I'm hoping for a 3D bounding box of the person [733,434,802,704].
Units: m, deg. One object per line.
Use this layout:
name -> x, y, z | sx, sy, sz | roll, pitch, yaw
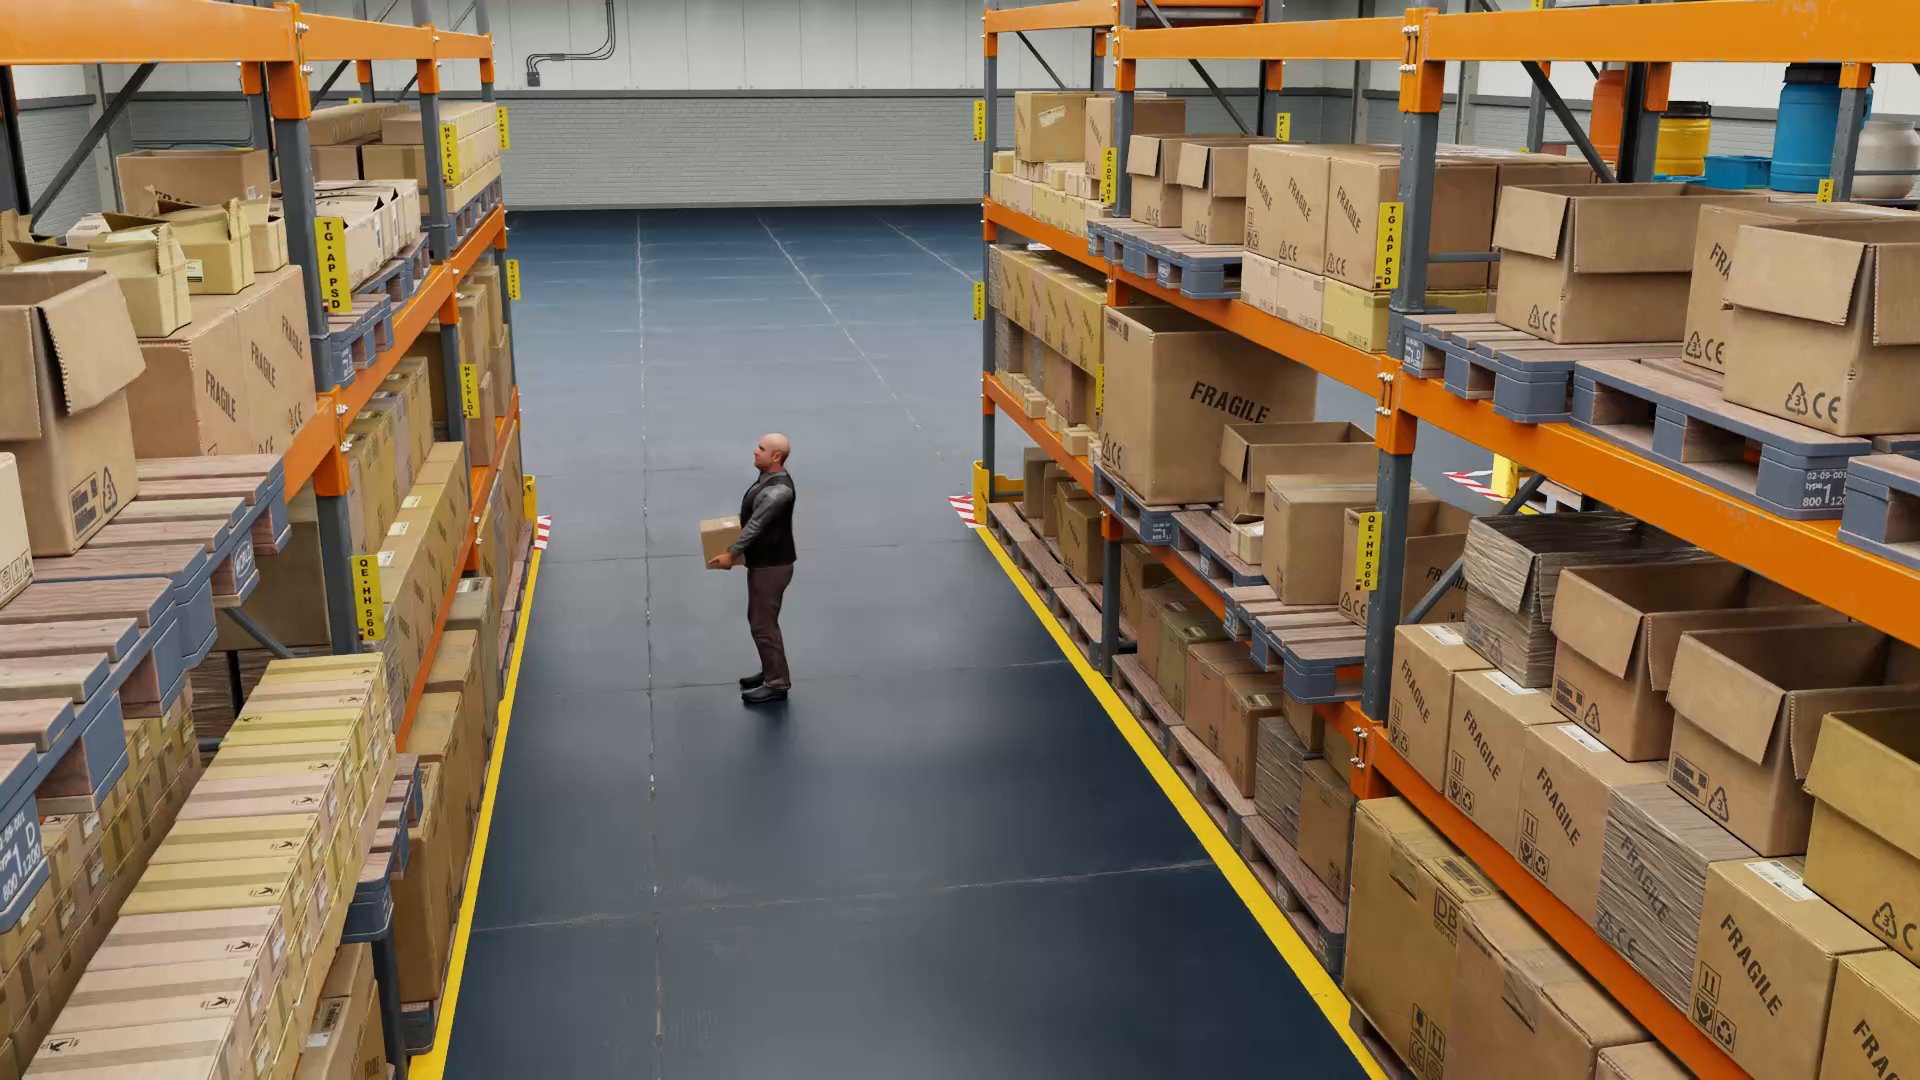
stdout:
person -> -1.213, 0.162, 10.524 | 0.427, 1.719, 0.583 | -4, 17, -13
